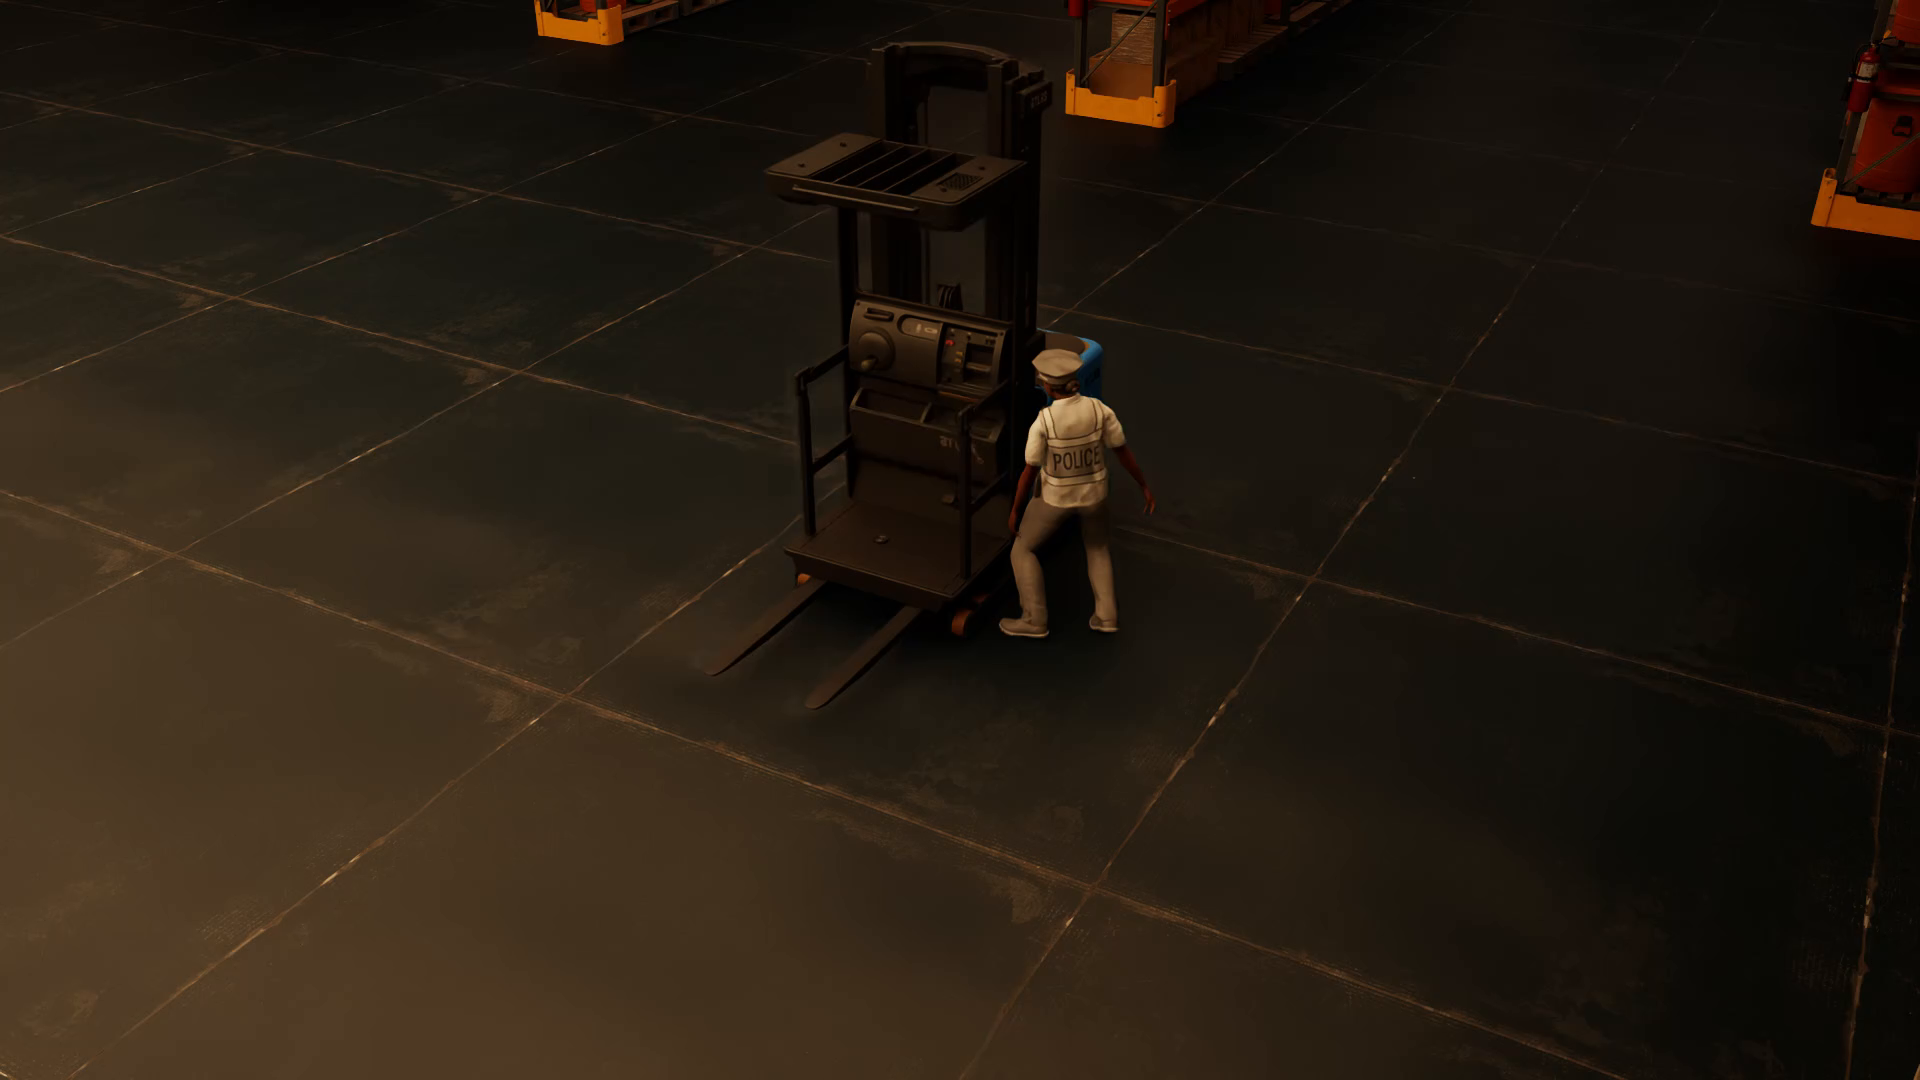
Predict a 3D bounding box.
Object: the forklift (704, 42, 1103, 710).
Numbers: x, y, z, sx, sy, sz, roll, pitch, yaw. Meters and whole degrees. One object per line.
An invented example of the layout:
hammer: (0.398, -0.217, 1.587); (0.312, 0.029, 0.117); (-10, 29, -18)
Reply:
forklift: (-0.281, -0.992, 8.790); (1.130, 2.935, 3.031); (15, 33, 24)

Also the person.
person: (0.629, -0.207, 8.789); (0.818, 1.592, 0.466); (-5, 30, -9)
